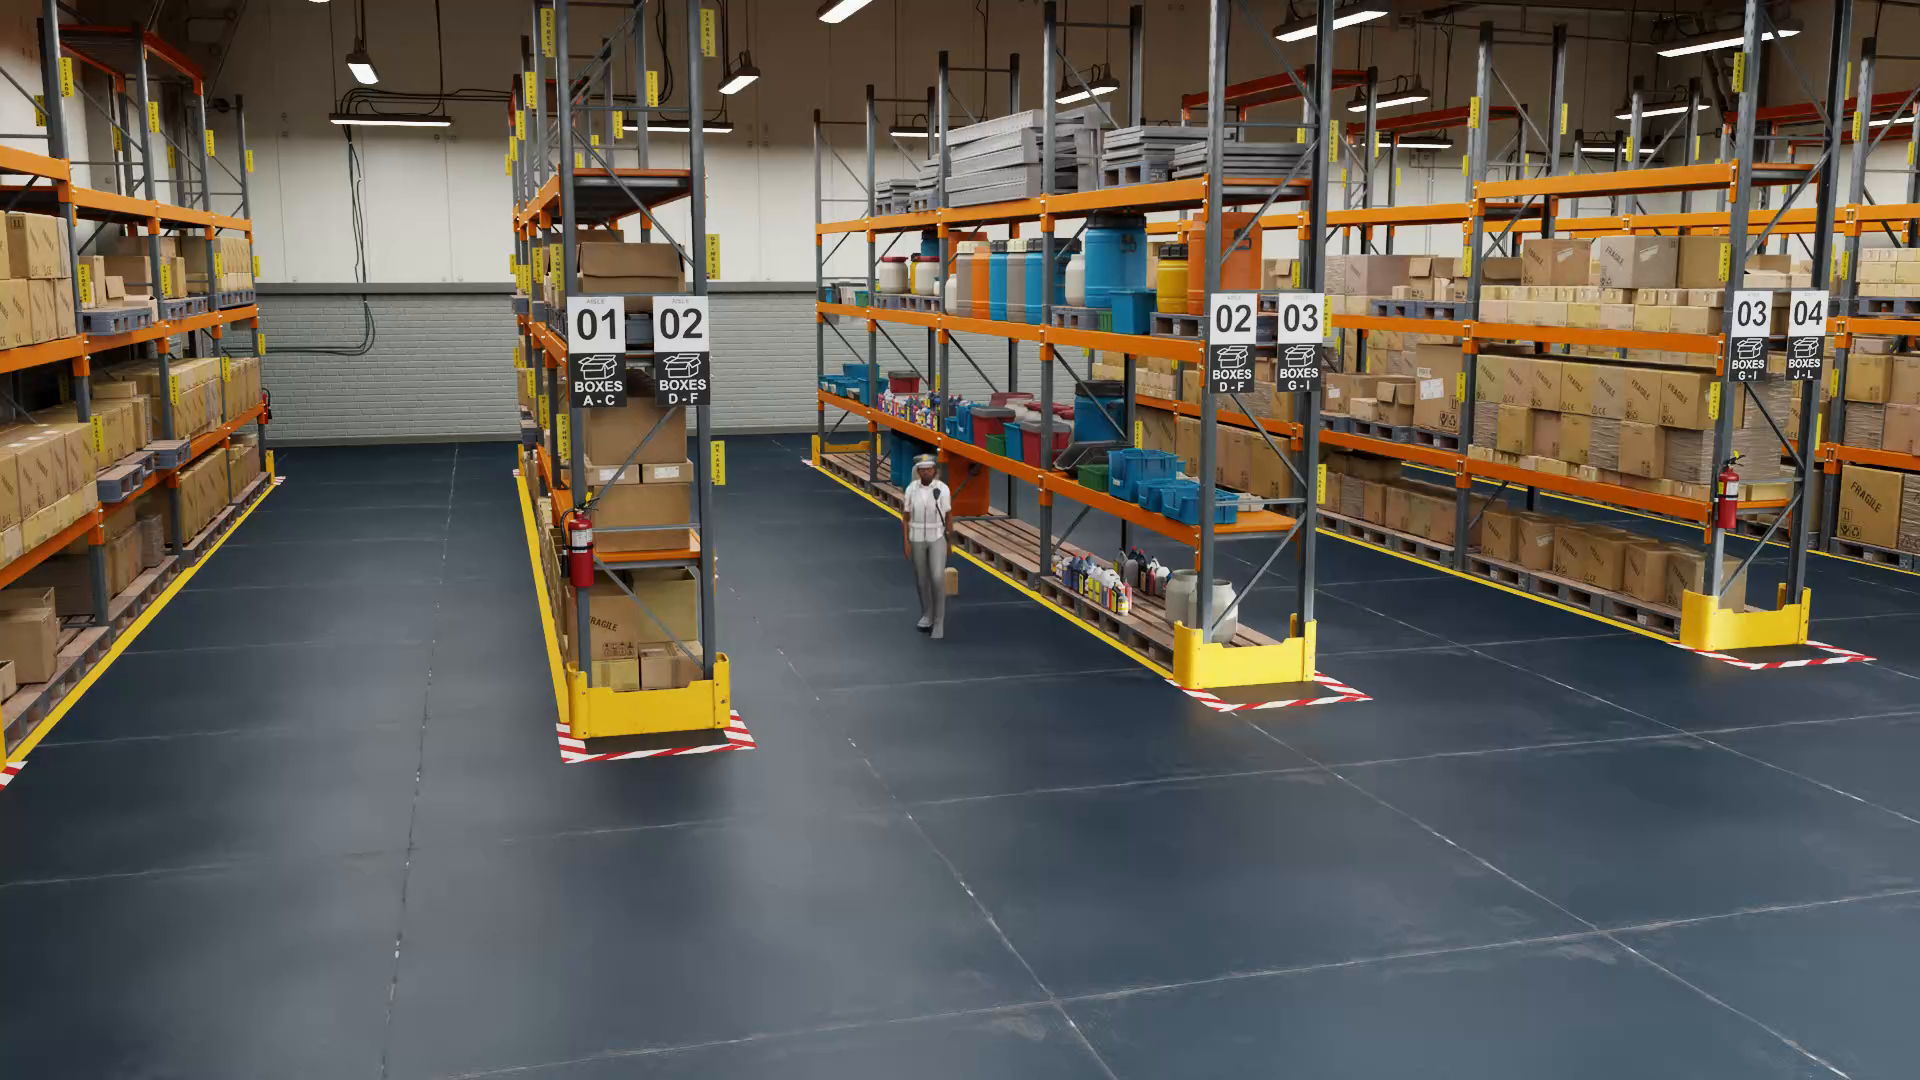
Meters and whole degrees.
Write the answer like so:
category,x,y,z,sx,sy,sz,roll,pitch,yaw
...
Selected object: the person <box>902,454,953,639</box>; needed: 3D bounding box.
category,x,y,z,sx,sy,sz,roll,pitch,yaw
person,-0.309,0.054,15.564,0.456,1.748,0.589,1,9,9
